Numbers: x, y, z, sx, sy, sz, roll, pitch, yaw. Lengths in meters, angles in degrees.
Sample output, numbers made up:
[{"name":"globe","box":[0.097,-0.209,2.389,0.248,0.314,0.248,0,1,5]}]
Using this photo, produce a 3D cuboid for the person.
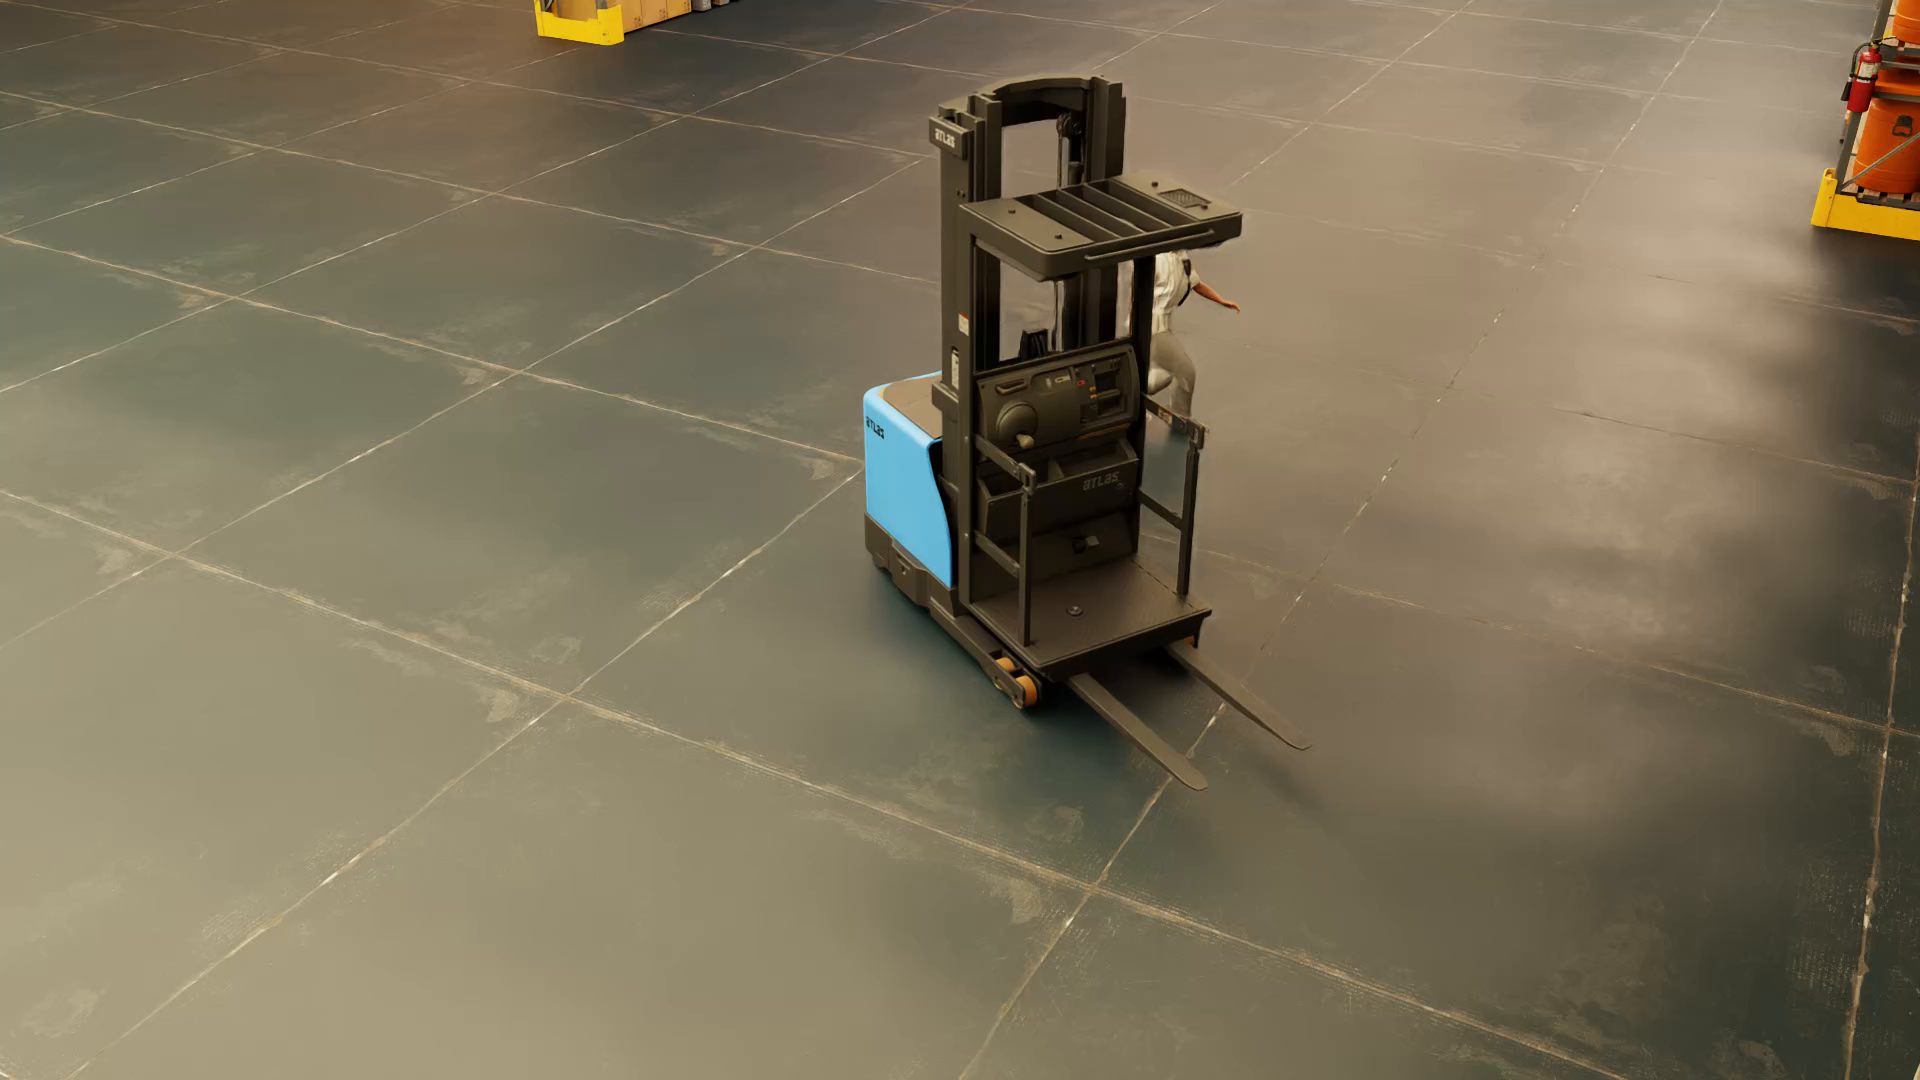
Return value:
[{"name":"person","box":[1.393,-1.359,10.833,0.805,1.554,0.785,9,31,15]}]

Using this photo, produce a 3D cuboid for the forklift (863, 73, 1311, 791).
[{"name":"forklift","box":[0.615,-0.671,8.233,1.130,2.935,3.031,-16,34,-26]}]
